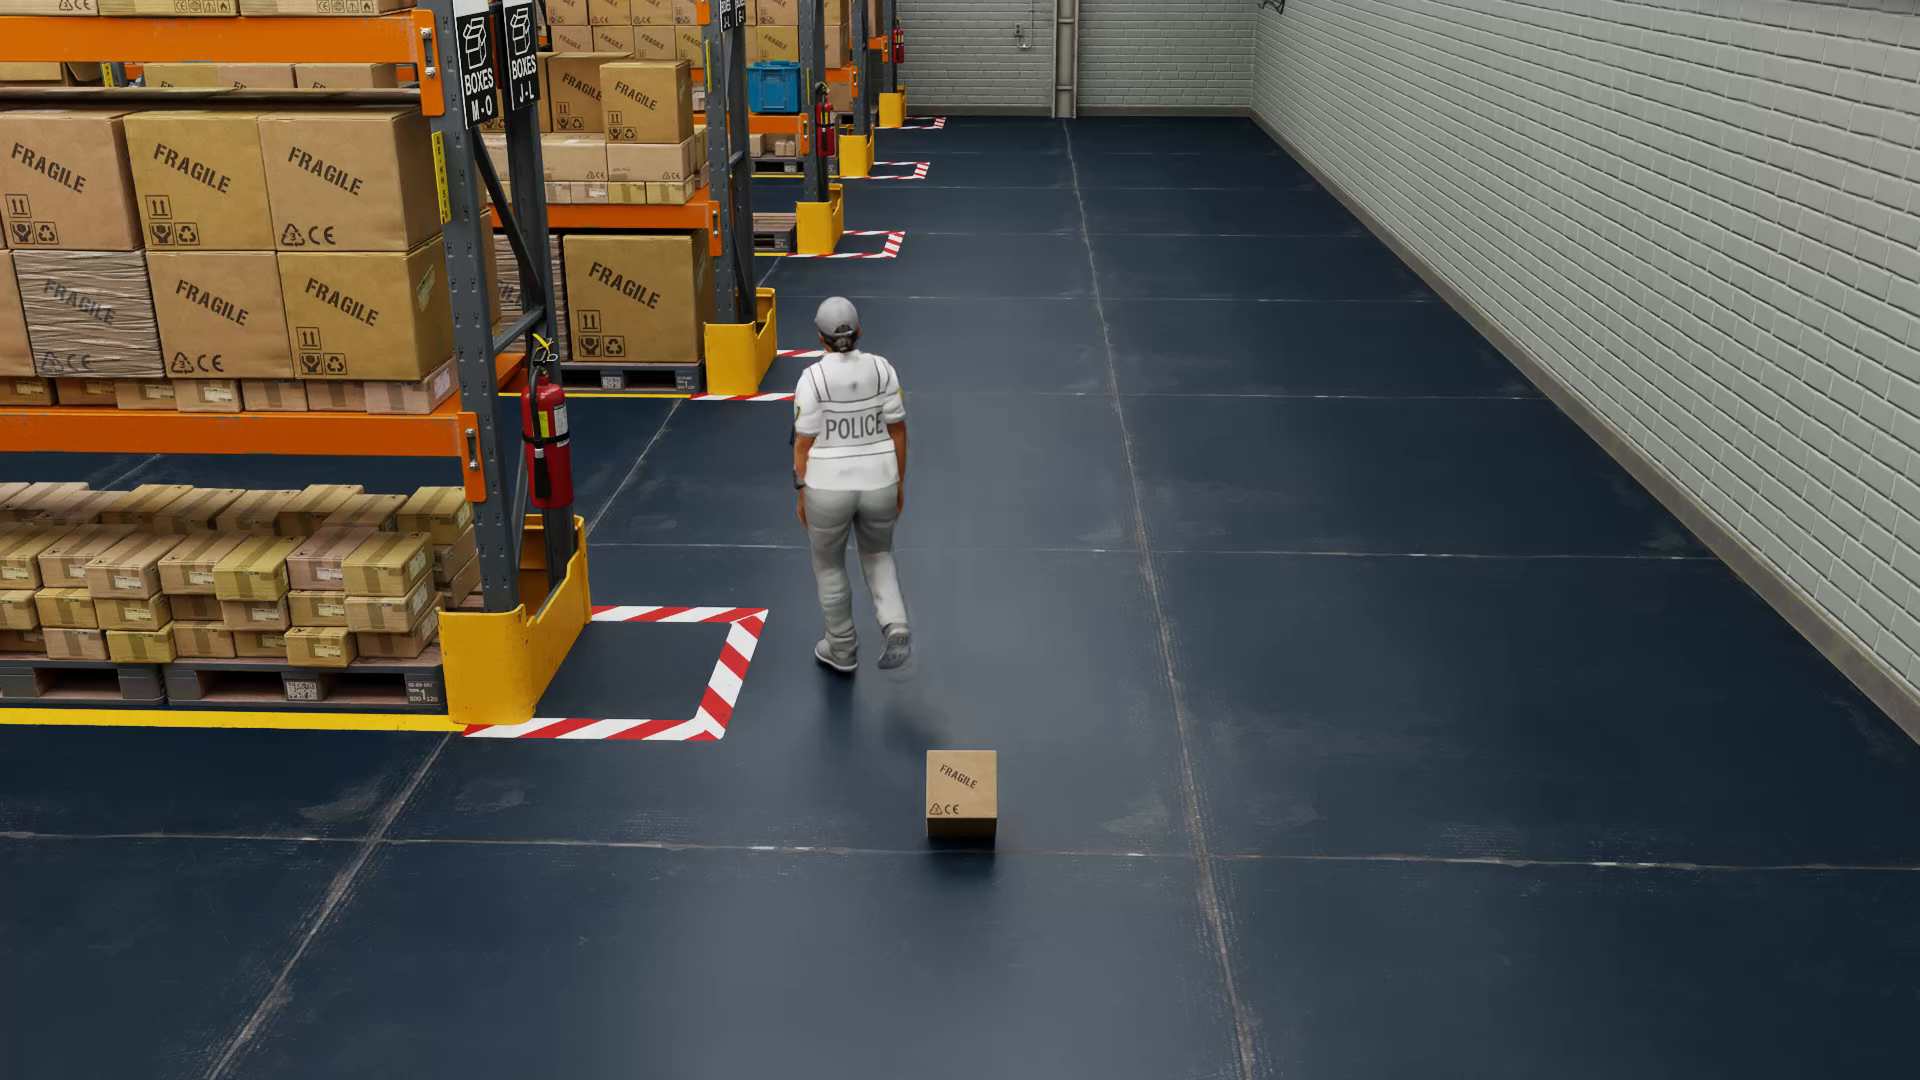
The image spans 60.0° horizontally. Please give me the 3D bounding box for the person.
[{"bbox_3d":[-0.447,-0.200,7.040,0.488,1.650,0.538,-9,23,-23],"label":"person"}]
